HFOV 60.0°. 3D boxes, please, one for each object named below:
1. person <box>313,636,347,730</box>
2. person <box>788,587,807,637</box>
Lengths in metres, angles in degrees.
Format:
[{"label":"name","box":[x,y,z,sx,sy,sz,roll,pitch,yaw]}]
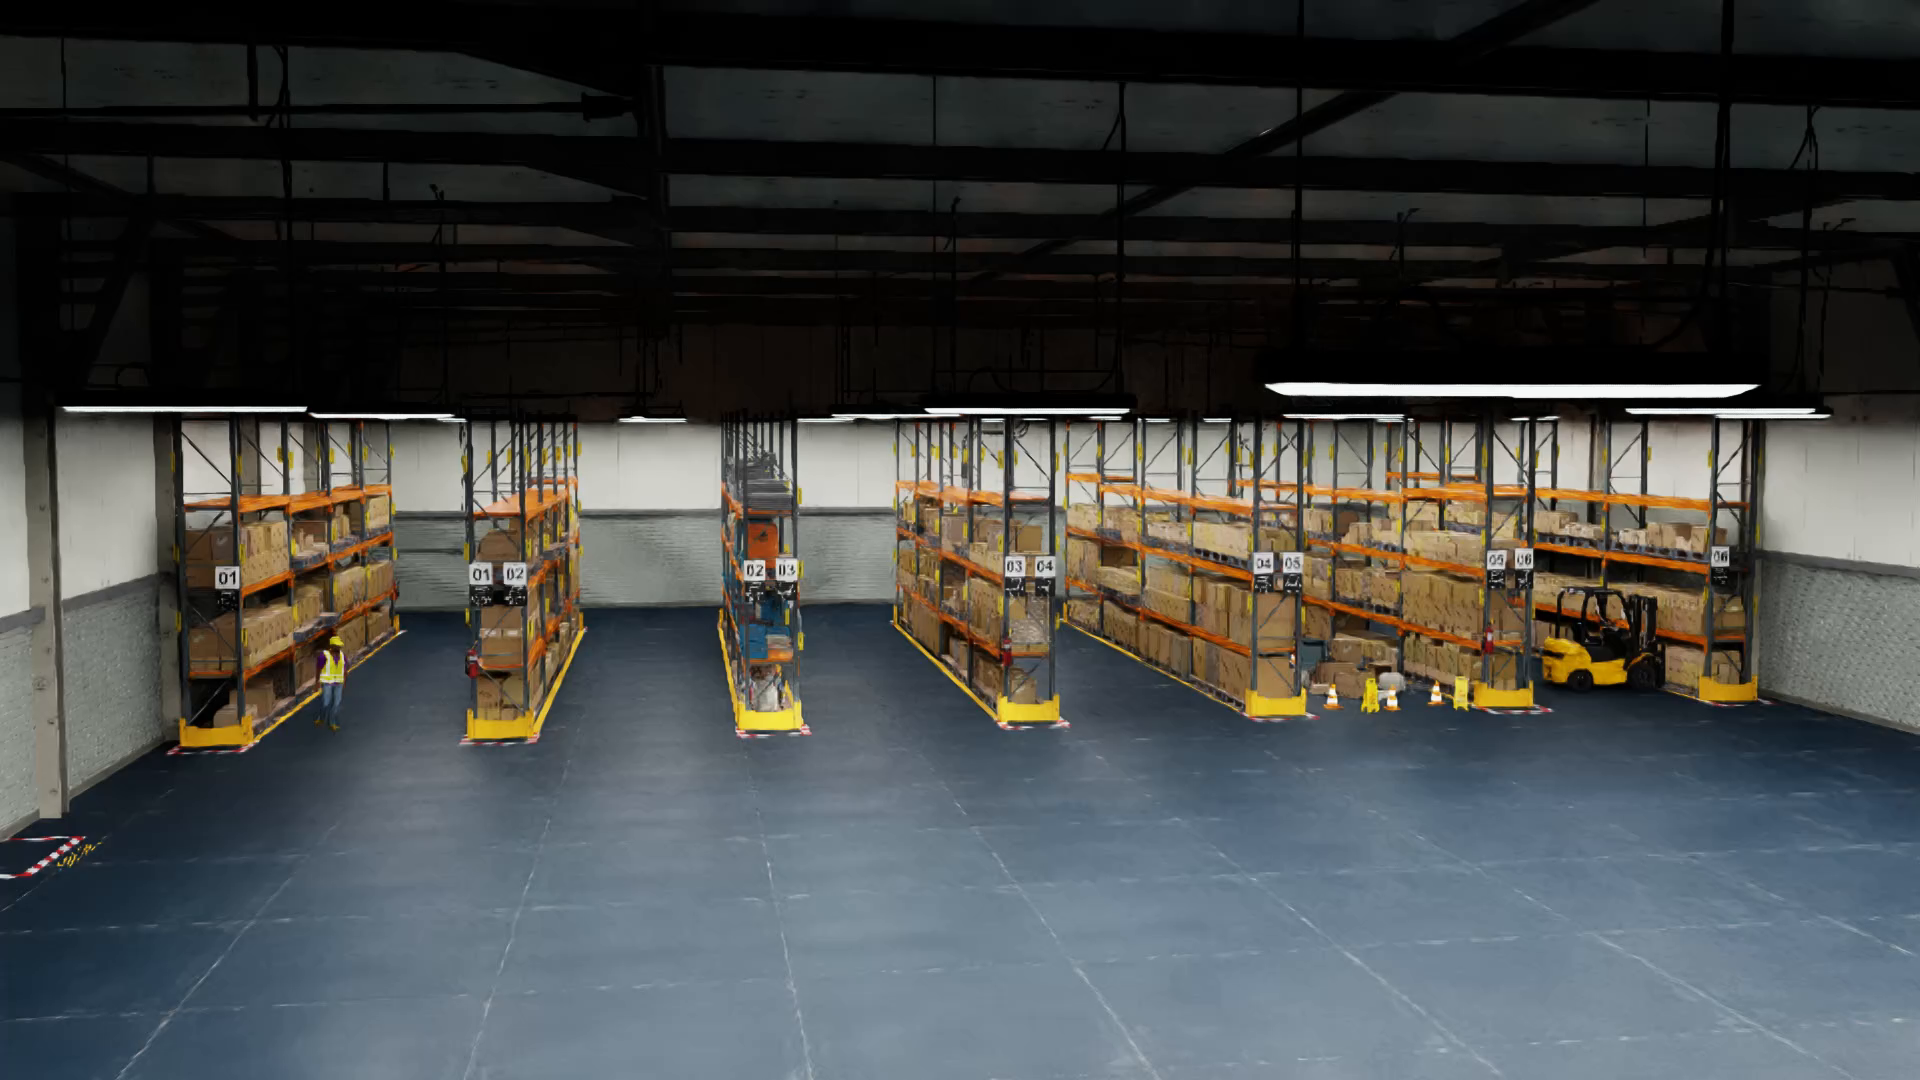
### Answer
[{"label":"person","box":[-11.786,2.676,31.146,0.571,1.759,0.616,4,6,44]},{"label":"person","box":[-4.569,1.761,44.579,0.699,1.705,0.840,-2,4,-26]}]
